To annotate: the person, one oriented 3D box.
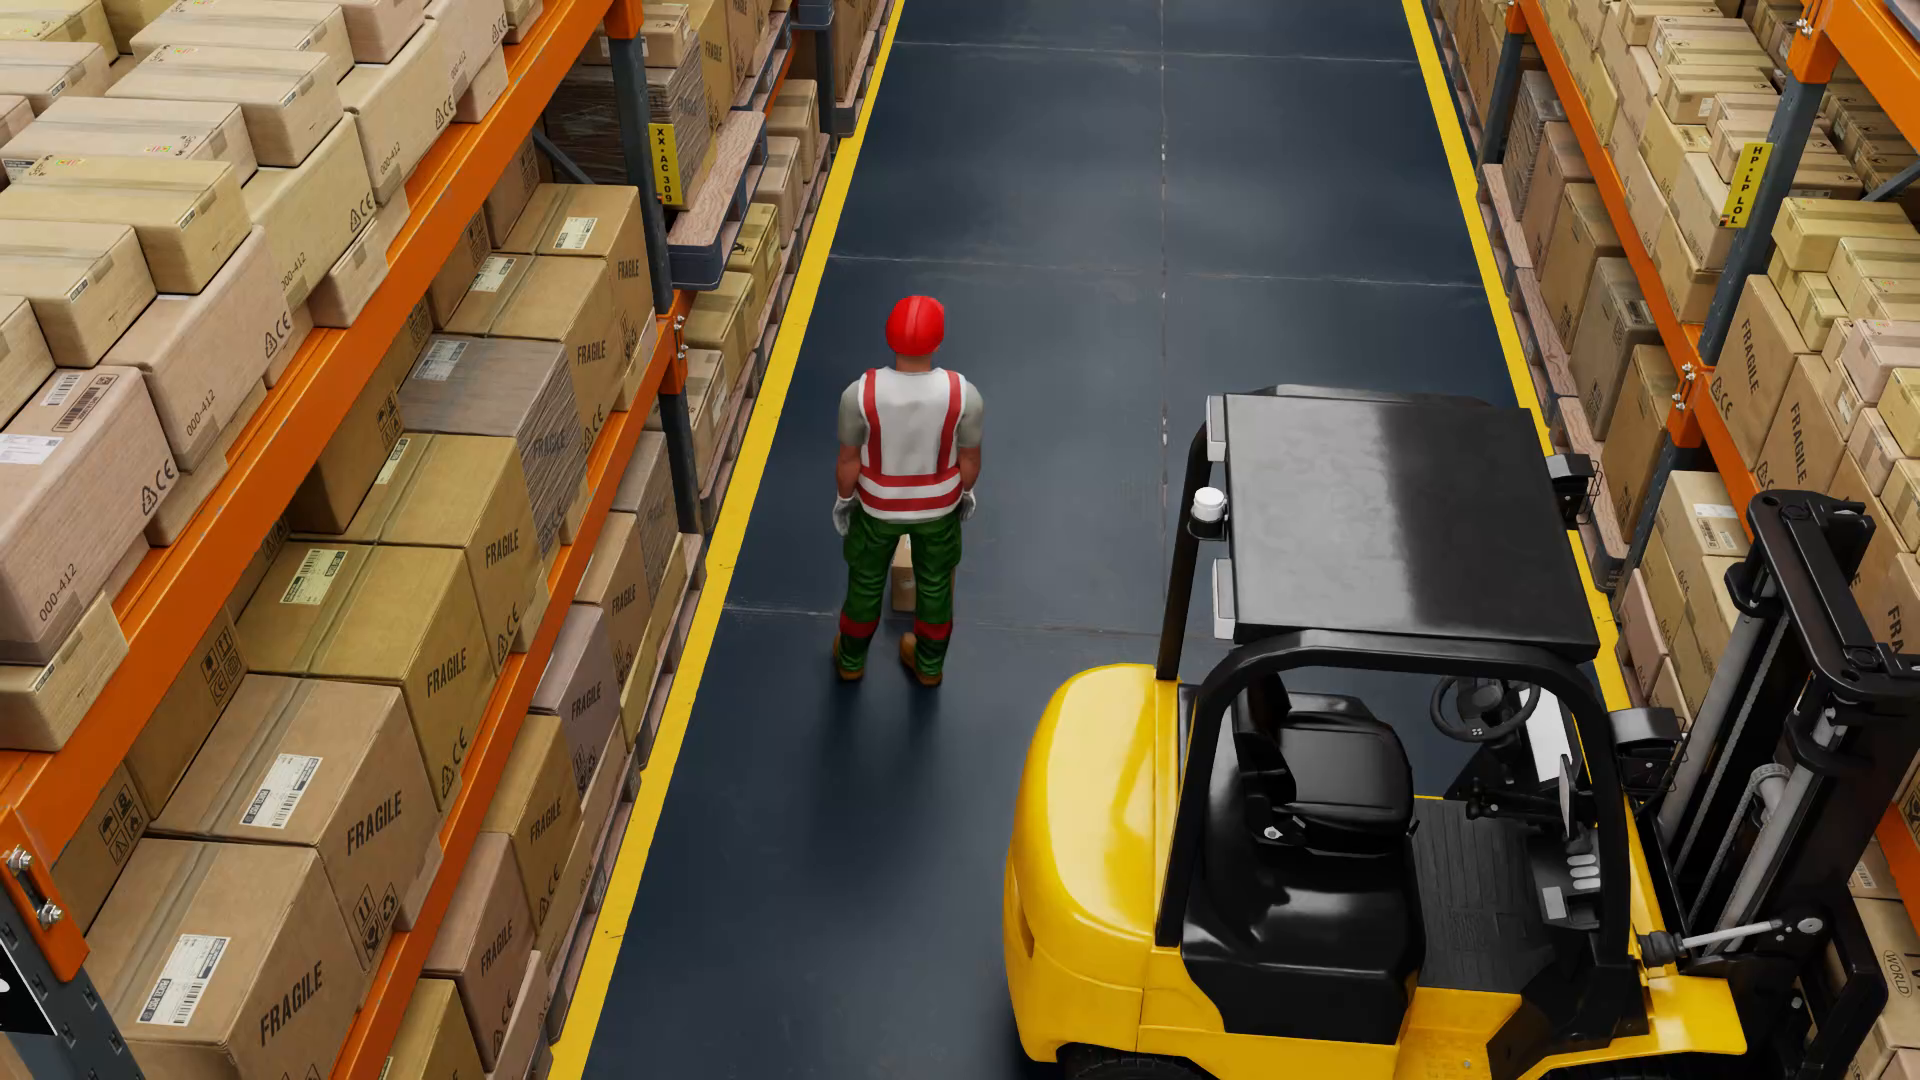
[{"bbox_3d":[-0.221,-0.174,6.322,0.610,1.794,0.406,-3,40,-3],"label":"person"}]
